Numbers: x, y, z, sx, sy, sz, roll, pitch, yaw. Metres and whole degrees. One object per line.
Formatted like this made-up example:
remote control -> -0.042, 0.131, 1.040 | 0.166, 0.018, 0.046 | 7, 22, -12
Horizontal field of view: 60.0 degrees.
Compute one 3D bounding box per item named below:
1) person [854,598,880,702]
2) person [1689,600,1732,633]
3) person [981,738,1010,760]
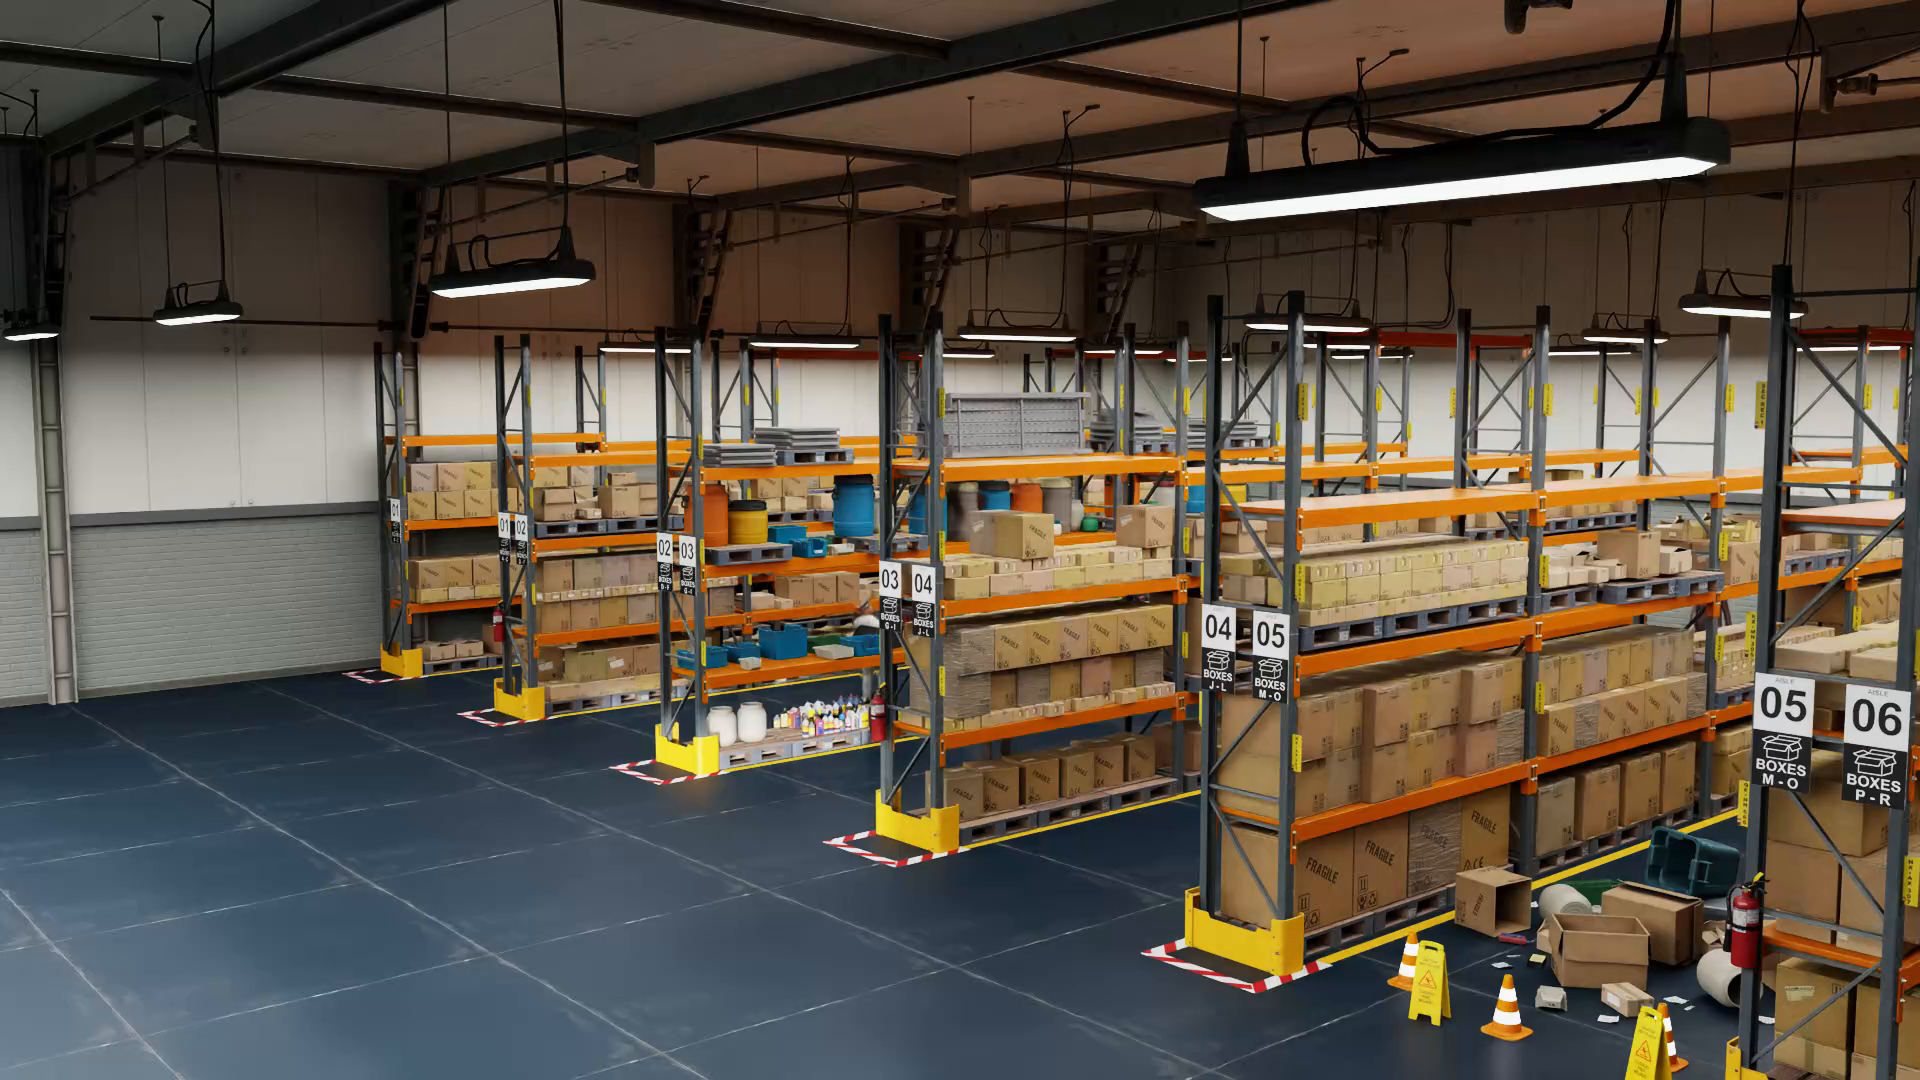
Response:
person -> -1.424, 1.849, 26.947 | 0.575, 1.850, 0.595 | 1, 5, 9
person -> 13.530, 1.566, 29.970 | 0.728, 1.728, 1.126 | 2, 6, 23
person -> 0.500, 2.241, 22.913 | 0.545, 1.702, 0.659 | -1, 5, -7
